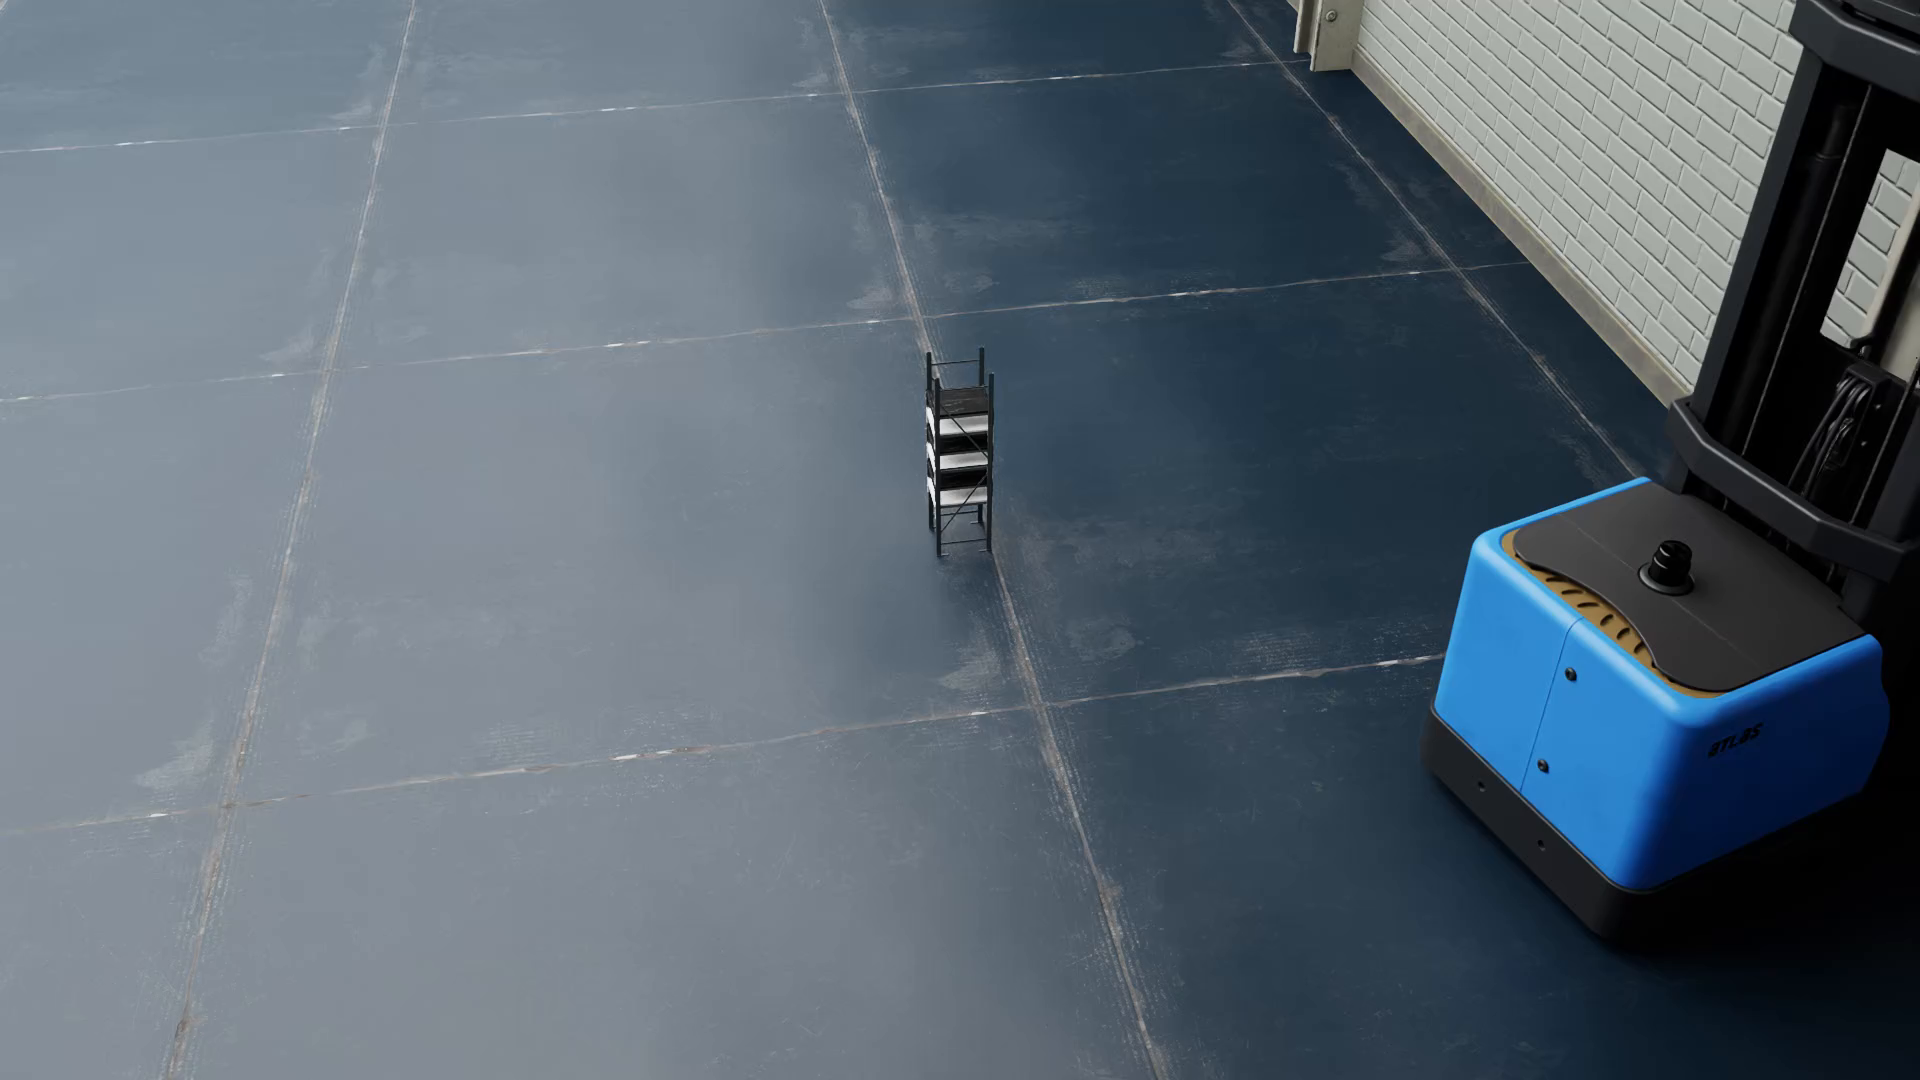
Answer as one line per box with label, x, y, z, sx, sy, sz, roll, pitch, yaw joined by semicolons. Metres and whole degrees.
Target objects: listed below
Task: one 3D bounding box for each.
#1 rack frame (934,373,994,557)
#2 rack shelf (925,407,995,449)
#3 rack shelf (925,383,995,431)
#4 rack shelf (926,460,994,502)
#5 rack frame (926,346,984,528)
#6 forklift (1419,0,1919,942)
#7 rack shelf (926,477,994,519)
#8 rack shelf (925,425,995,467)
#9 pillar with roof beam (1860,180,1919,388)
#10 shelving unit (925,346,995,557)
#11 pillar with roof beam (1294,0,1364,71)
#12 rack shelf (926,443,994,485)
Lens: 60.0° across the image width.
rack frame;0.016;-0.299;6.901;0.240;0.900;0.006;-6;38;-8
rack shelf;-0.001;-0.476;6.890;0.258;0.077;0.200;-6;38;-8
rack shelf;-0.001;-0.547;6.835;0.258;0.077;0.200;-6;38;-8
rack shelf;-0.001;-0.263;7.056;0.258;0.077;0.200;-6;38;-8
rack frame;-0.019;-0.422;7.059;0.240;0.900;0.006;-6;38;-8
forklift;3.242;-0.466;5.461;3.031;2.935;1.130;-17;41;-21
rack shelf;-0.001;-0.192;7.111;0.258;0.077;0.200;-6;38;-8
rack shelf;-0.001;-0.405;6.945;0.258;0.077;0.200;-6;38;-8
pillar with roof beam;-0.659;-2.808;3.530;9.100;9.000;0.400;-6;38;-8
shelving unit;-0.001;-0.360;6.980;0.258;0.900;0.210;-6;38;-8
pillar with roof beam;-1.711;-6.432;8.195;9.100;9.000;0.400;-6;38;-8
rack shelf;-0.001;-0.334;7.001;0.258;0.077;0.200;-6;38;-8
